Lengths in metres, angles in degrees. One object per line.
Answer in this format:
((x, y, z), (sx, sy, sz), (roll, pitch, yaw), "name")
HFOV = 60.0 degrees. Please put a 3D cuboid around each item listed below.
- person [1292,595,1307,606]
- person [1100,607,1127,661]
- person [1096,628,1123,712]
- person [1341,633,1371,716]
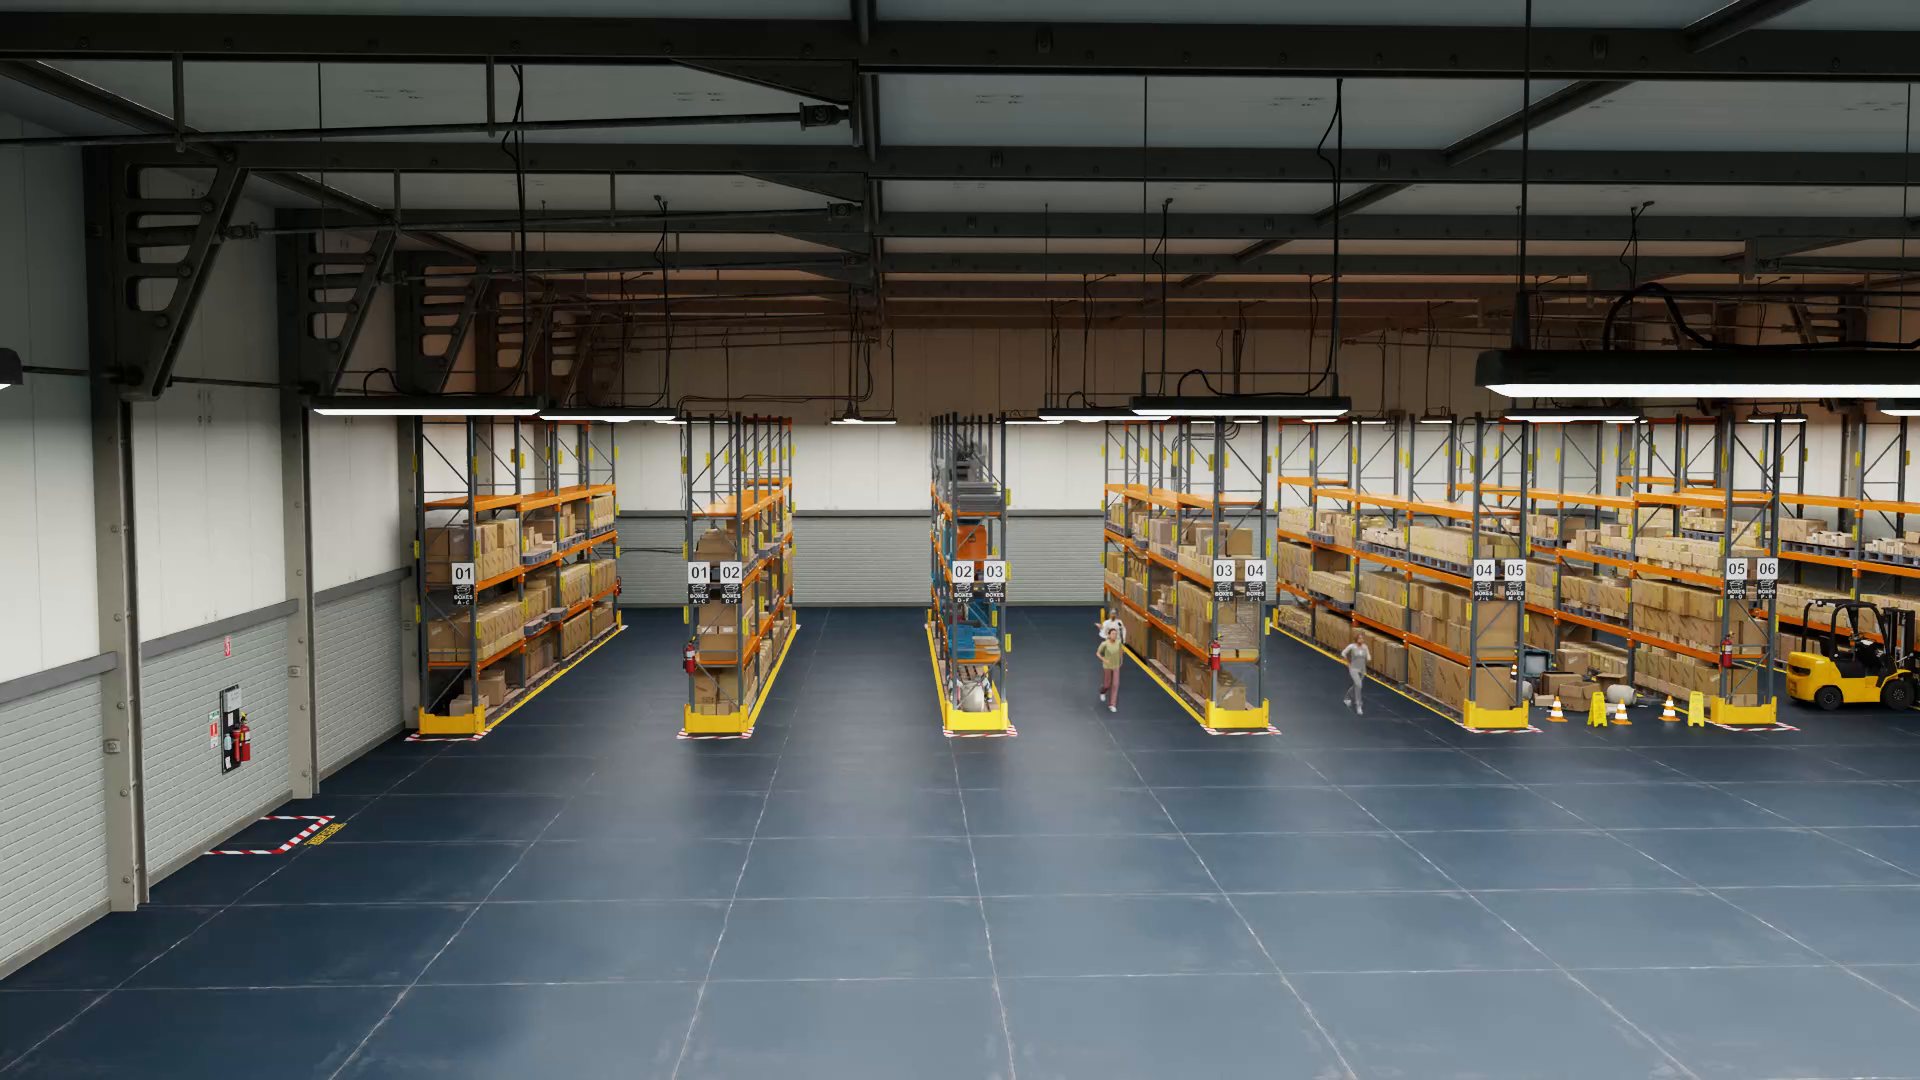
((10.016, 1.510, 49.161), (1.197, 1.668, 0.698), (3, 5, 39), "person")
((3.475, 2.345, 37.524), (0.632, 1.657, 0.861), (0, 4, -4), "person")
((3.053, 2.605, 33.753), (0.602, 1.661, 0.941), (-1, 4, -16), "person")
((7.956, 2.670, 33.384), (0.511, 1.631, 0.800), (-1, 4, -19), "person")
